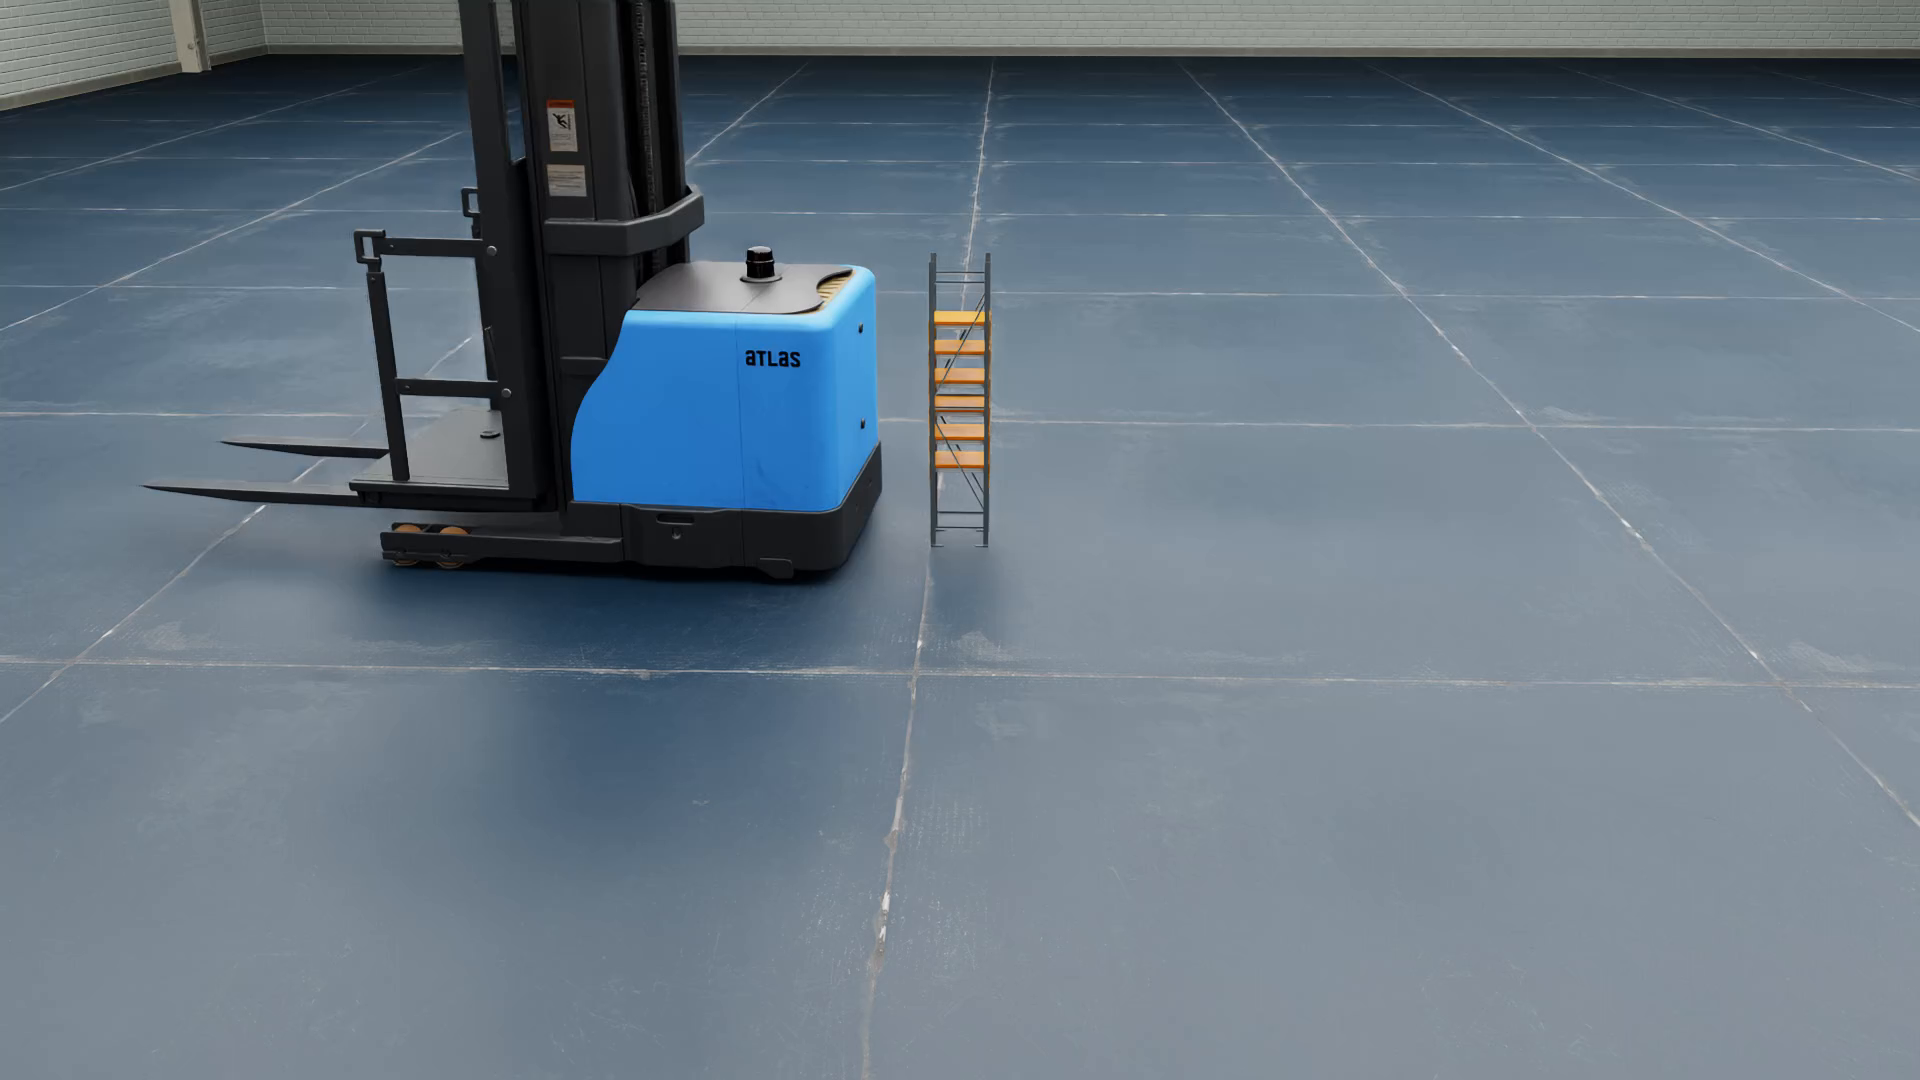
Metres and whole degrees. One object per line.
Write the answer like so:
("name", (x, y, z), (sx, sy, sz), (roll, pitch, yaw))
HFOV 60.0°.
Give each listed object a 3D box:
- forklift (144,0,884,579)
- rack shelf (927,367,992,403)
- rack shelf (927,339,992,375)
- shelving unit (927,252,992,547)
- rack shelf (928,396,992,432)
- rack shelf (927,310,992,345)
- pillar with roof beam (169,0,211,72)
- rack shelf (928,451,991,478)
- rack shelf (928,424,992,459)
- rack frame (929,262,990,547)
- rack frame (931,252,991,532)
("forklift", (-1.896, -1.435, 6.675), (3.031, 2.935, 1.130), (3, 21, 7))
("rack shelf", (0.000, -0.635, 6.798), (0.258, 0.103, 0.180), (1, 21, 2))
("rack shelf", (0.000, -0.747, 6.755), (0.258, 0.103, 0.180), (1, 21, 2))
("shelving unit", (0.000, -0.565, 6.825), (0.258, 1.200, 0.189), (1, 21, 2))
("rack shelf", (0.000, -0.523, 6.841), (0.258, 0.103, 0.180), (1, 21, 2))
("rack shelf", (0.000, -0.859, 6.711), (0.258, 0.103, 0.180), (1, 21, 2))
("pillar with roof beam", (-7.523, -11.407, 23.988), (9.100, 9.000, 0.400), (1, 21, 2))
("rack shelf", (0.000, -0.299, 6.928), (0.258, 0.103, 0.180), (1, 21, 2))
("rack shelf", (0.000, -0.411, 6.885), (0.258, 0.103, 0.180), (1, 21, 2))
("rack frame", (-0.002, -0.532, 6.740), (0.240, 1.200, 0.006), (1, 21, 2))
("rack frame", (0.003, -0.598, 6.911), (0.240, 1.200, 0.006), (1, 21, 2))
